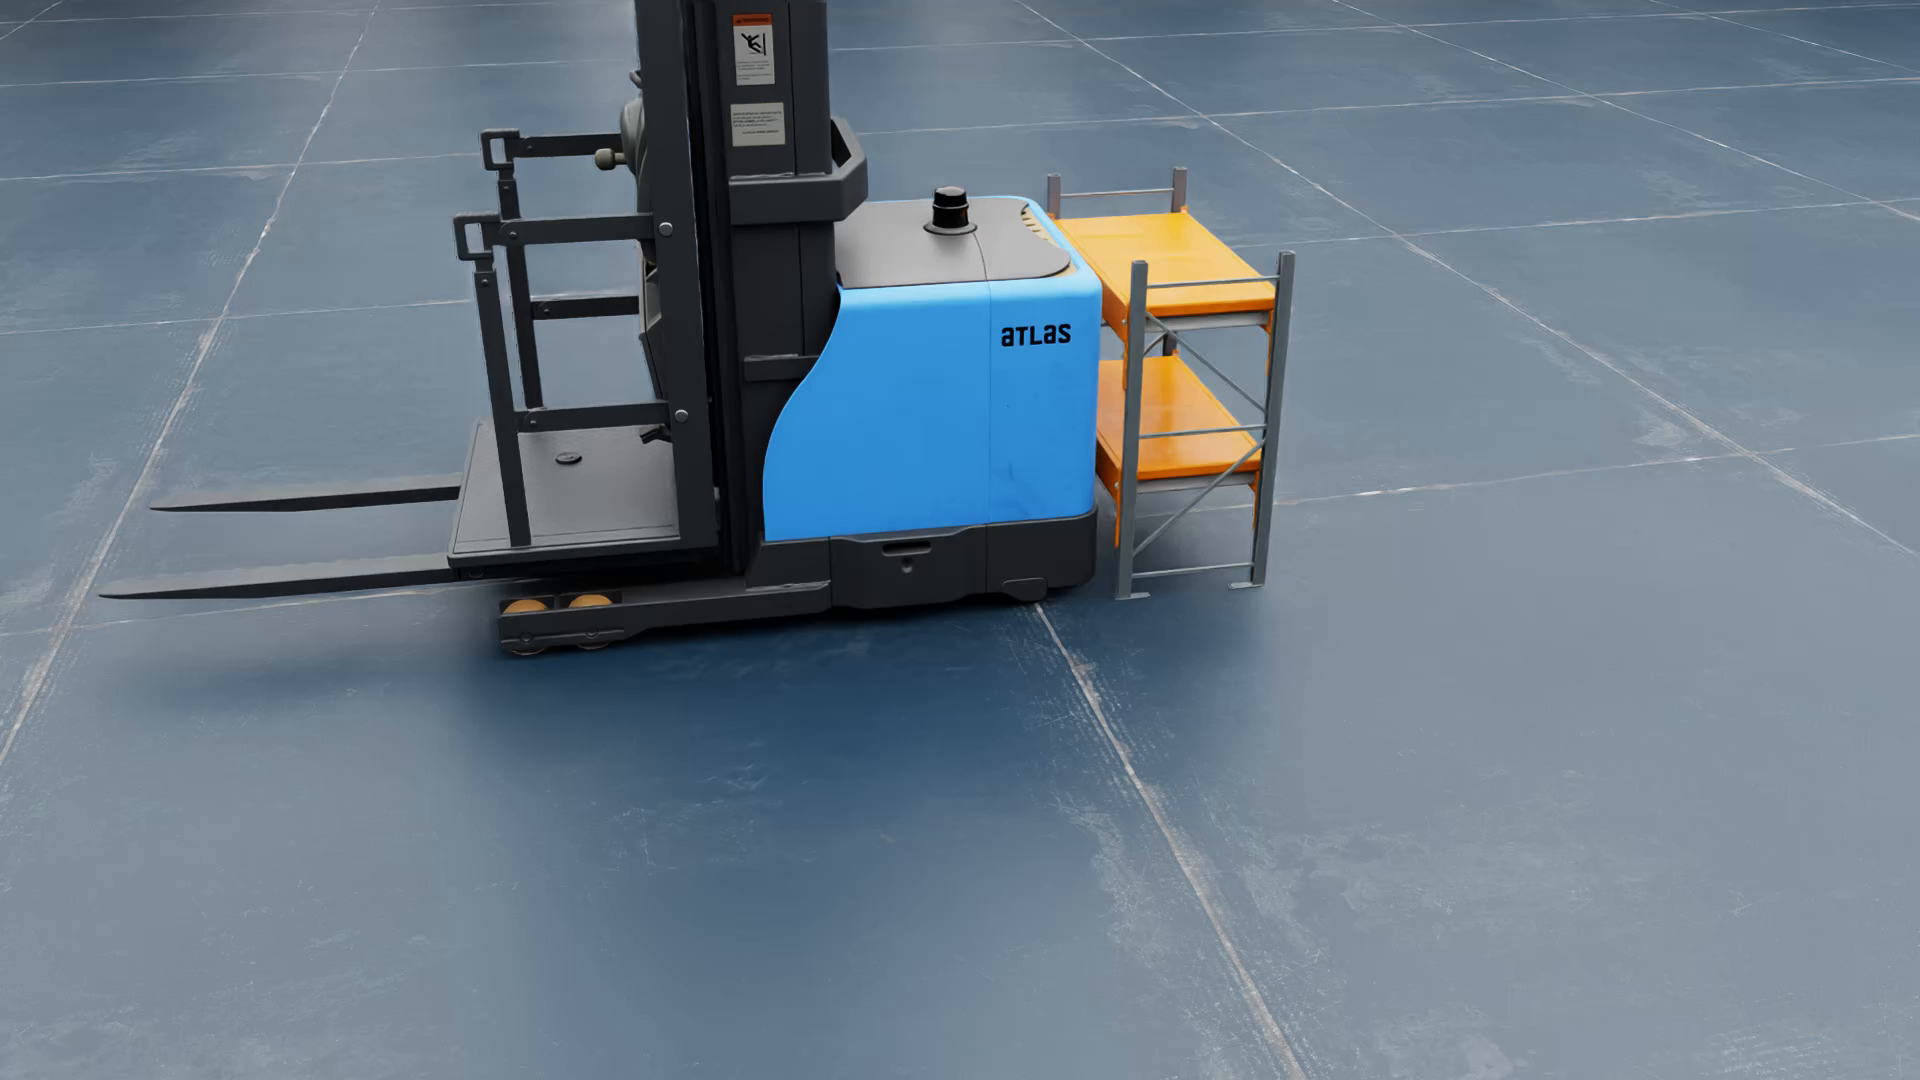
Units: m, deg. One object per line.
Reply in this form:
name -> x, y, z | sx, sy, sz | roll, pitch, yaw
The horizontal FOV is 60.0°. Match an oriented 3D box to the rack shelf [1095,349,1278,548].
rack shelf -> 0.651, -0.340, 5.719 | 0.538, 0.278, 1.000 | -5, 27, -10

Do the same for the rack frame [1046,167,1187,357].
rack frame -> 0.550, -0.783, 6.053 | 0.500, 1.125, 0.032 | -5, 27, -10

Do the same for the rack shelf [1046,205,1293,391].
rack shelf -> 0.651, -0.820, 5.477 | 0.538, 0.278, 1.000 | -5, 27, -10

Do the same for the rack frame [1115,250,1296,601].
rack frame -> 0.751, -0.334, 5.164 | 0.500, 1.125, 0.032 | -5, 27, -10

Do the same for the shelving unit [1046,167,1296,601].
shelving unit -> 0.651, -0.559, 5.608 | 0.538, 1.125, 1.048 | -5, 27, -10

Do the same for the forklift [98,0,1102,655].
forklift -> -1.129, -1.216, 4.906 | 3.031, 2.935, 1.130 | -5, 27, -9
